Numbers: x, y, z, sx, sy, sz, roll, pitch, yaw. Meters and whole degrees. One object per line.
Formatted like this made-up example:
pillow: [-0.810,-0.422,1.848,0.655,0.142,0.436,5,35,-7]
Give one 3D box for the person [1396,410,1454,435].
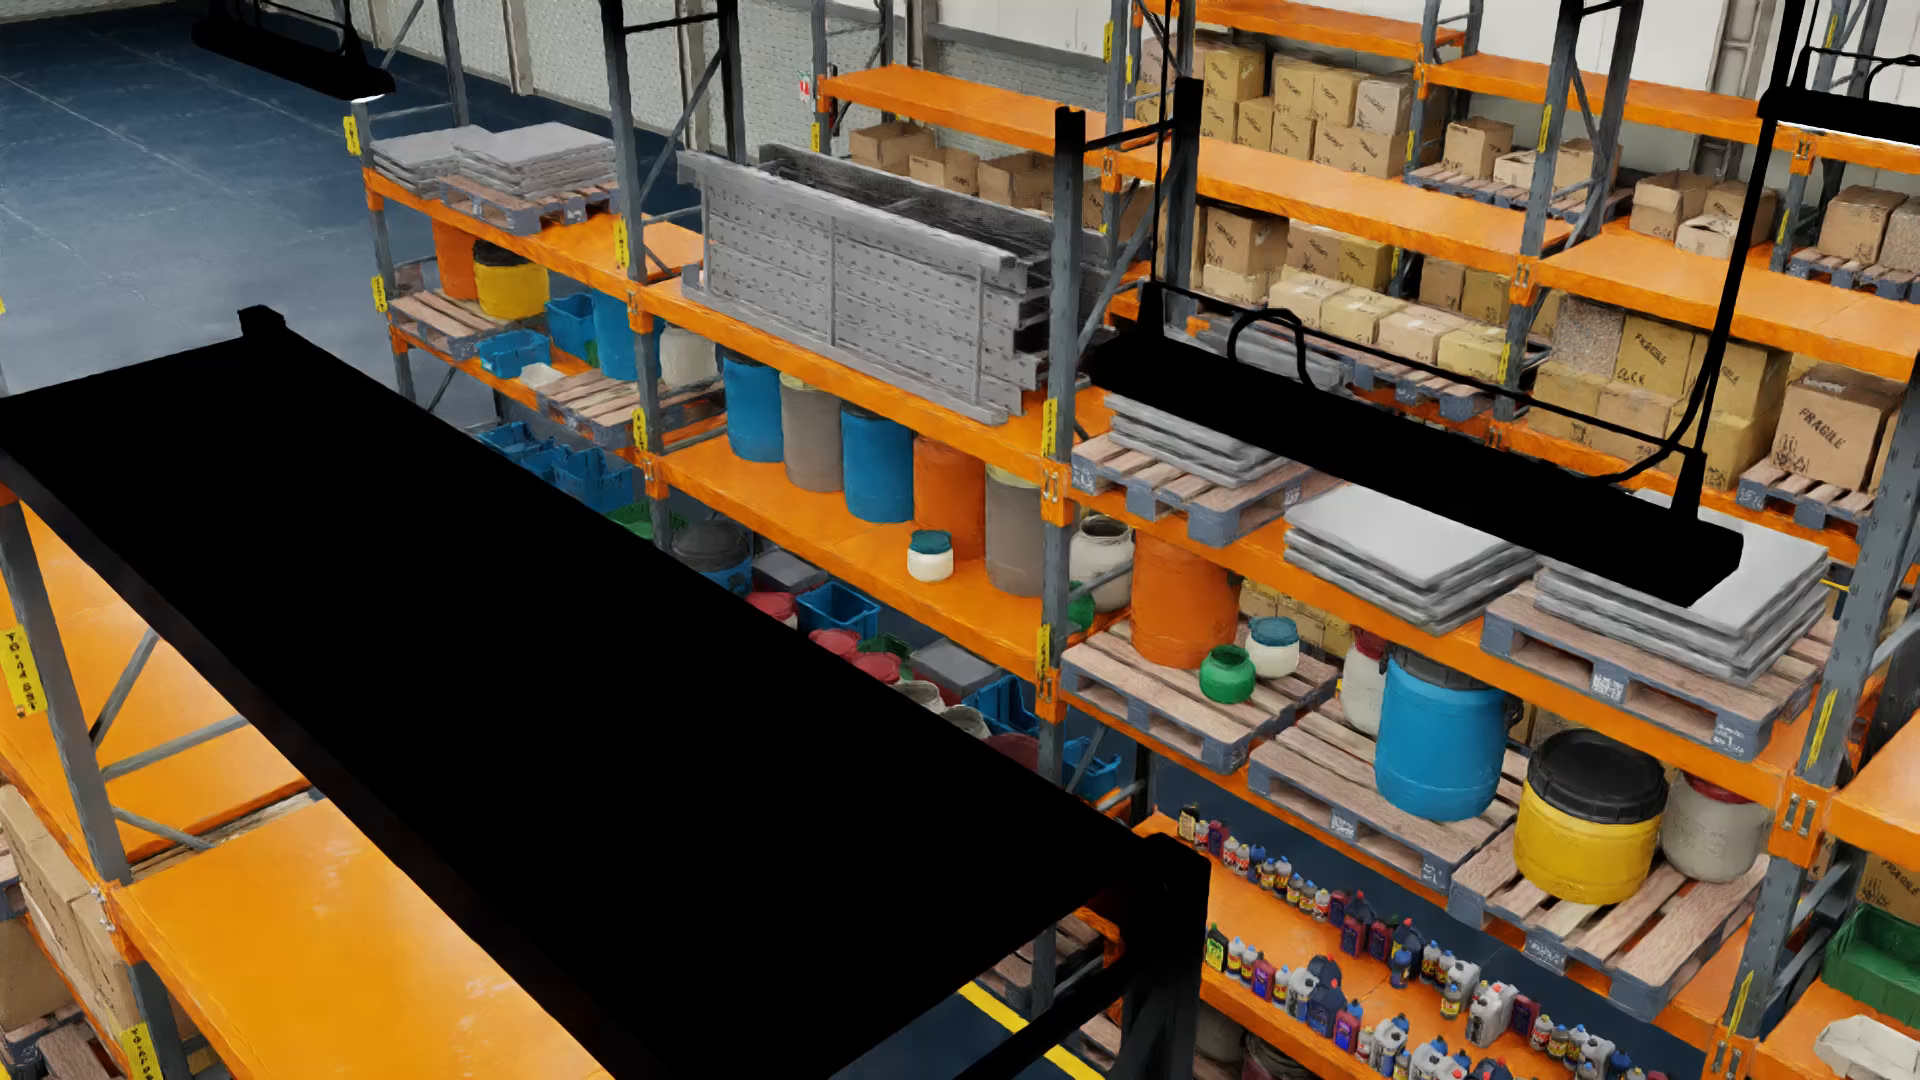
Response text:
person: [4.708,-1.046,16.922,0.627,1.766,0.492,9,30,17]
